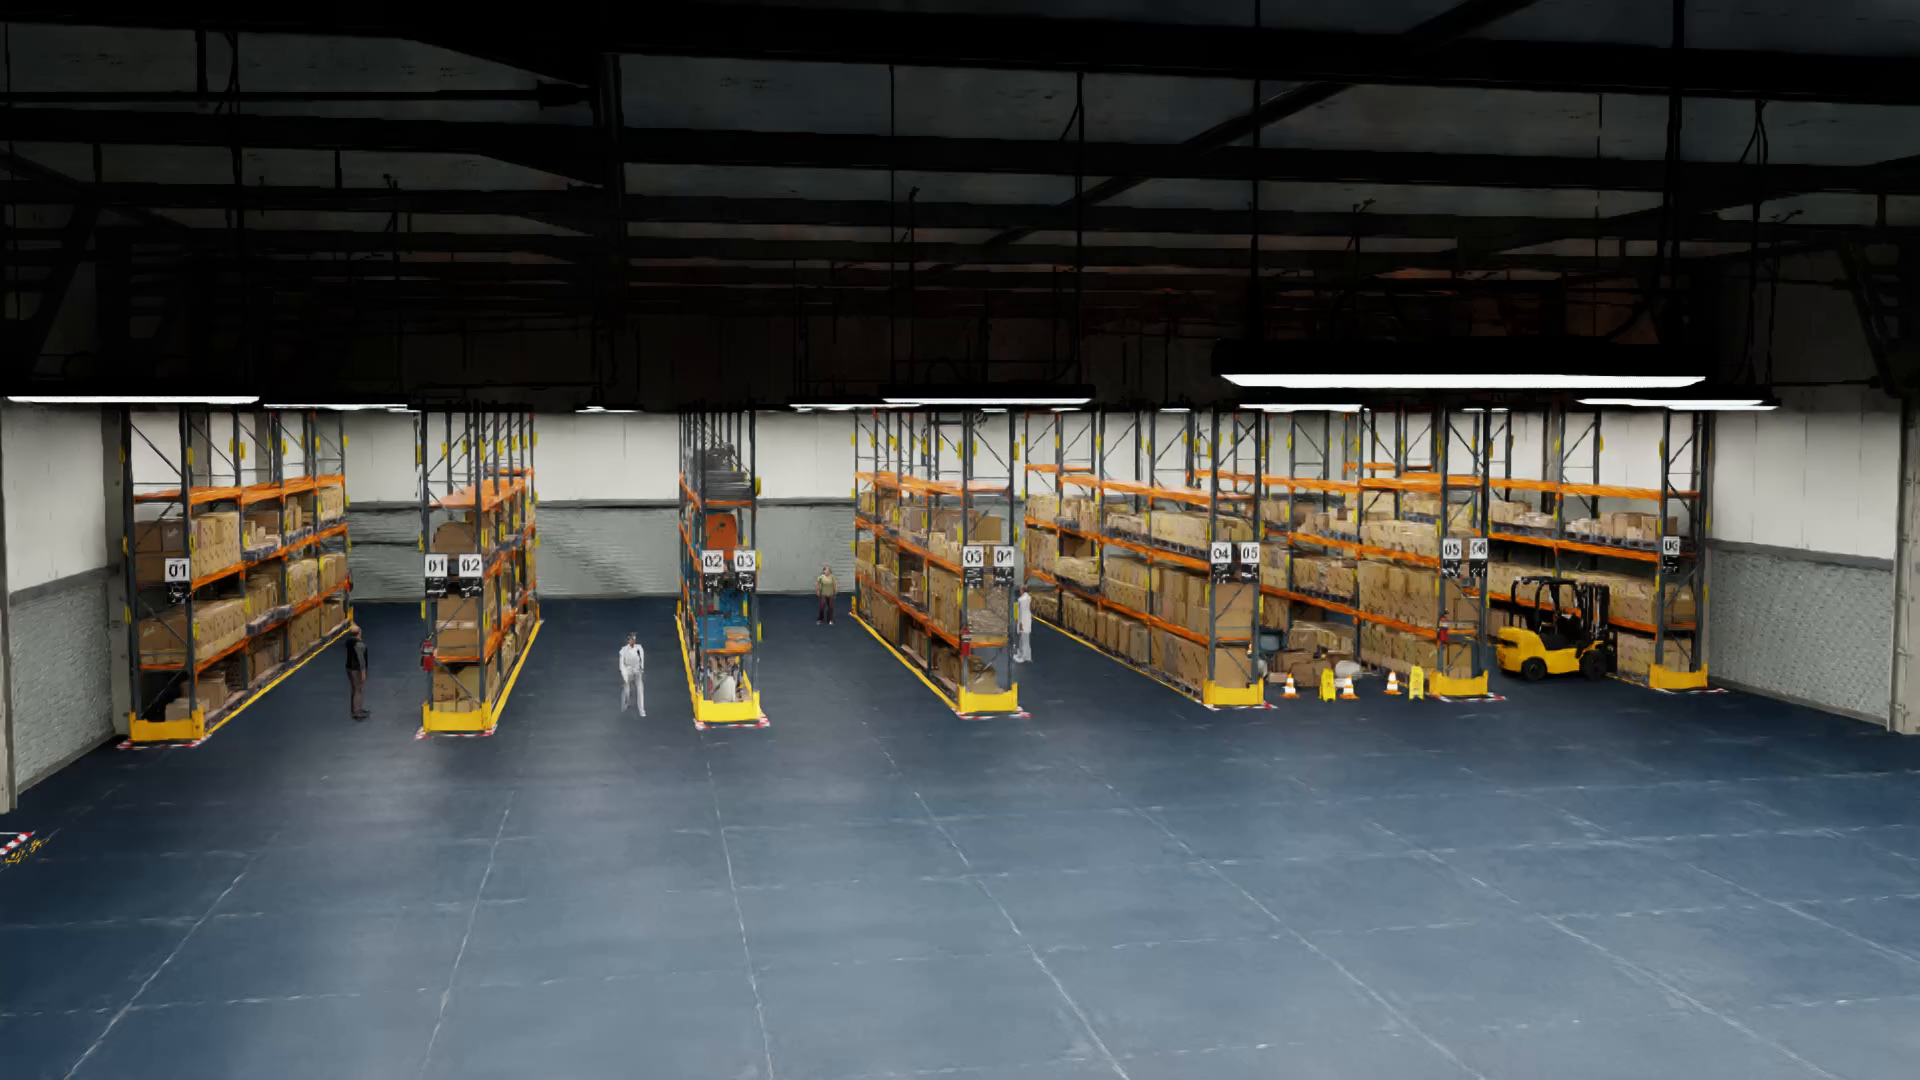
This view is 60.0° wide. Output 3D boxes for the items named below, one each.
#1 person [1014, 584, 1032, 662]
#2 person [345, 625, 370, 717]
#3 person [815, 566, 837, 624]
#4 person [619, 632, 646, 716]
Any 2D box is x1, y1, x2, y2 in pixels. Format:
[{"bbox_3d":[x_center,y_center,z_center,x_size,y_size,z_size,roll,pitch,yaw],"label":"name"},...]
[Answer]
[{"bbox_3d":[1.434,1.913,38.563,0.556,1.773,0.631,1,5,18],"label":"person"},{"bbox_3d":[-11.378,2.471,31.493,0.448,1.730,0.586,-4,6,-42],"label":"person"},{"bbox_3d":[-3.646,1.496,45.425,0.598,1.619,0.507,-1,4,-13],"label":"person"},{"bbox_3d":[-6.238,2.517,31.615,0.511,1.598,1.058,-2,5,-20],"label":"person"}]
